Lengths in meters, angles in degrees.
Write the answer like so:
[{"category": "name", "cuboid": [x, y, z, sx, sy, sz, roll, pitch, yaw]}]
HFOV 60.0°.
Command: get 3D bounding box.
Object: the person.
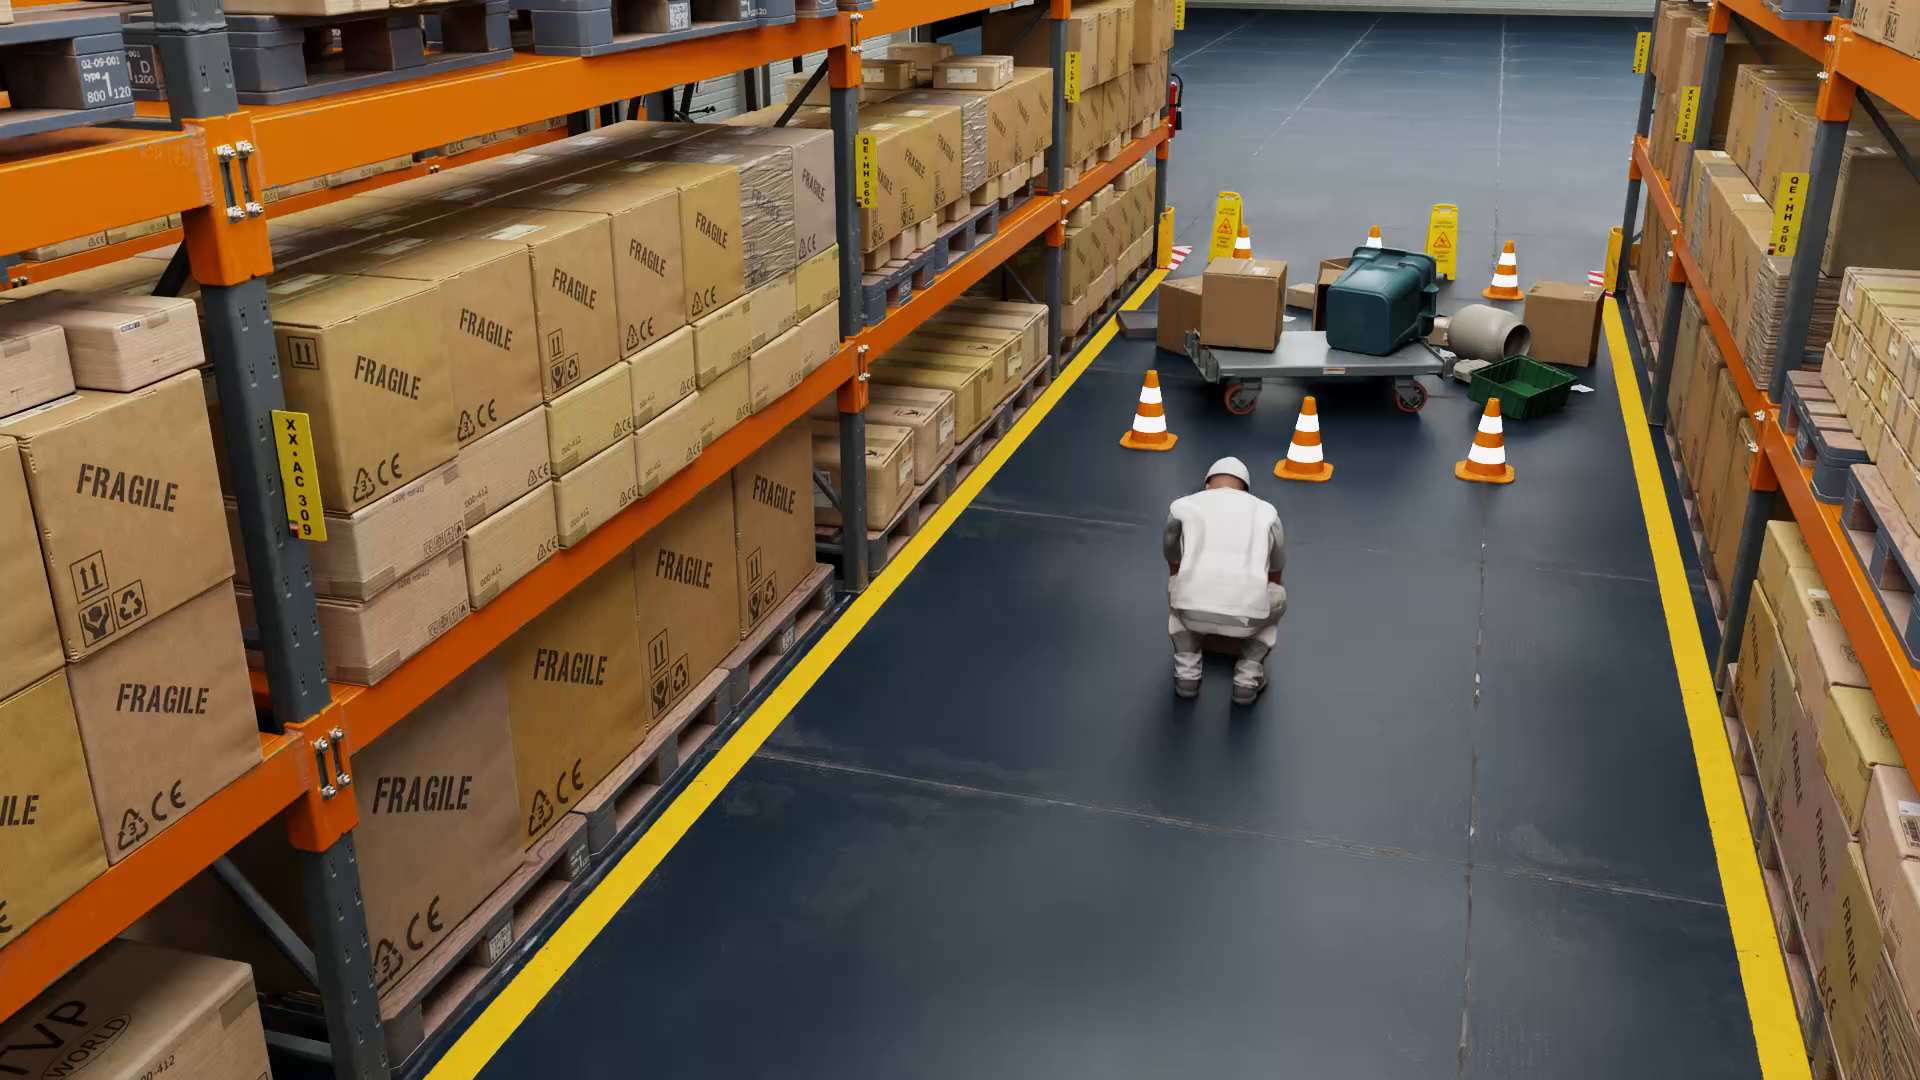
[{"category": "person", "cuboid": [15.413, -1.341, 11.145, 25.488, 0.886, 17.059, 6, 23, 16]}]
